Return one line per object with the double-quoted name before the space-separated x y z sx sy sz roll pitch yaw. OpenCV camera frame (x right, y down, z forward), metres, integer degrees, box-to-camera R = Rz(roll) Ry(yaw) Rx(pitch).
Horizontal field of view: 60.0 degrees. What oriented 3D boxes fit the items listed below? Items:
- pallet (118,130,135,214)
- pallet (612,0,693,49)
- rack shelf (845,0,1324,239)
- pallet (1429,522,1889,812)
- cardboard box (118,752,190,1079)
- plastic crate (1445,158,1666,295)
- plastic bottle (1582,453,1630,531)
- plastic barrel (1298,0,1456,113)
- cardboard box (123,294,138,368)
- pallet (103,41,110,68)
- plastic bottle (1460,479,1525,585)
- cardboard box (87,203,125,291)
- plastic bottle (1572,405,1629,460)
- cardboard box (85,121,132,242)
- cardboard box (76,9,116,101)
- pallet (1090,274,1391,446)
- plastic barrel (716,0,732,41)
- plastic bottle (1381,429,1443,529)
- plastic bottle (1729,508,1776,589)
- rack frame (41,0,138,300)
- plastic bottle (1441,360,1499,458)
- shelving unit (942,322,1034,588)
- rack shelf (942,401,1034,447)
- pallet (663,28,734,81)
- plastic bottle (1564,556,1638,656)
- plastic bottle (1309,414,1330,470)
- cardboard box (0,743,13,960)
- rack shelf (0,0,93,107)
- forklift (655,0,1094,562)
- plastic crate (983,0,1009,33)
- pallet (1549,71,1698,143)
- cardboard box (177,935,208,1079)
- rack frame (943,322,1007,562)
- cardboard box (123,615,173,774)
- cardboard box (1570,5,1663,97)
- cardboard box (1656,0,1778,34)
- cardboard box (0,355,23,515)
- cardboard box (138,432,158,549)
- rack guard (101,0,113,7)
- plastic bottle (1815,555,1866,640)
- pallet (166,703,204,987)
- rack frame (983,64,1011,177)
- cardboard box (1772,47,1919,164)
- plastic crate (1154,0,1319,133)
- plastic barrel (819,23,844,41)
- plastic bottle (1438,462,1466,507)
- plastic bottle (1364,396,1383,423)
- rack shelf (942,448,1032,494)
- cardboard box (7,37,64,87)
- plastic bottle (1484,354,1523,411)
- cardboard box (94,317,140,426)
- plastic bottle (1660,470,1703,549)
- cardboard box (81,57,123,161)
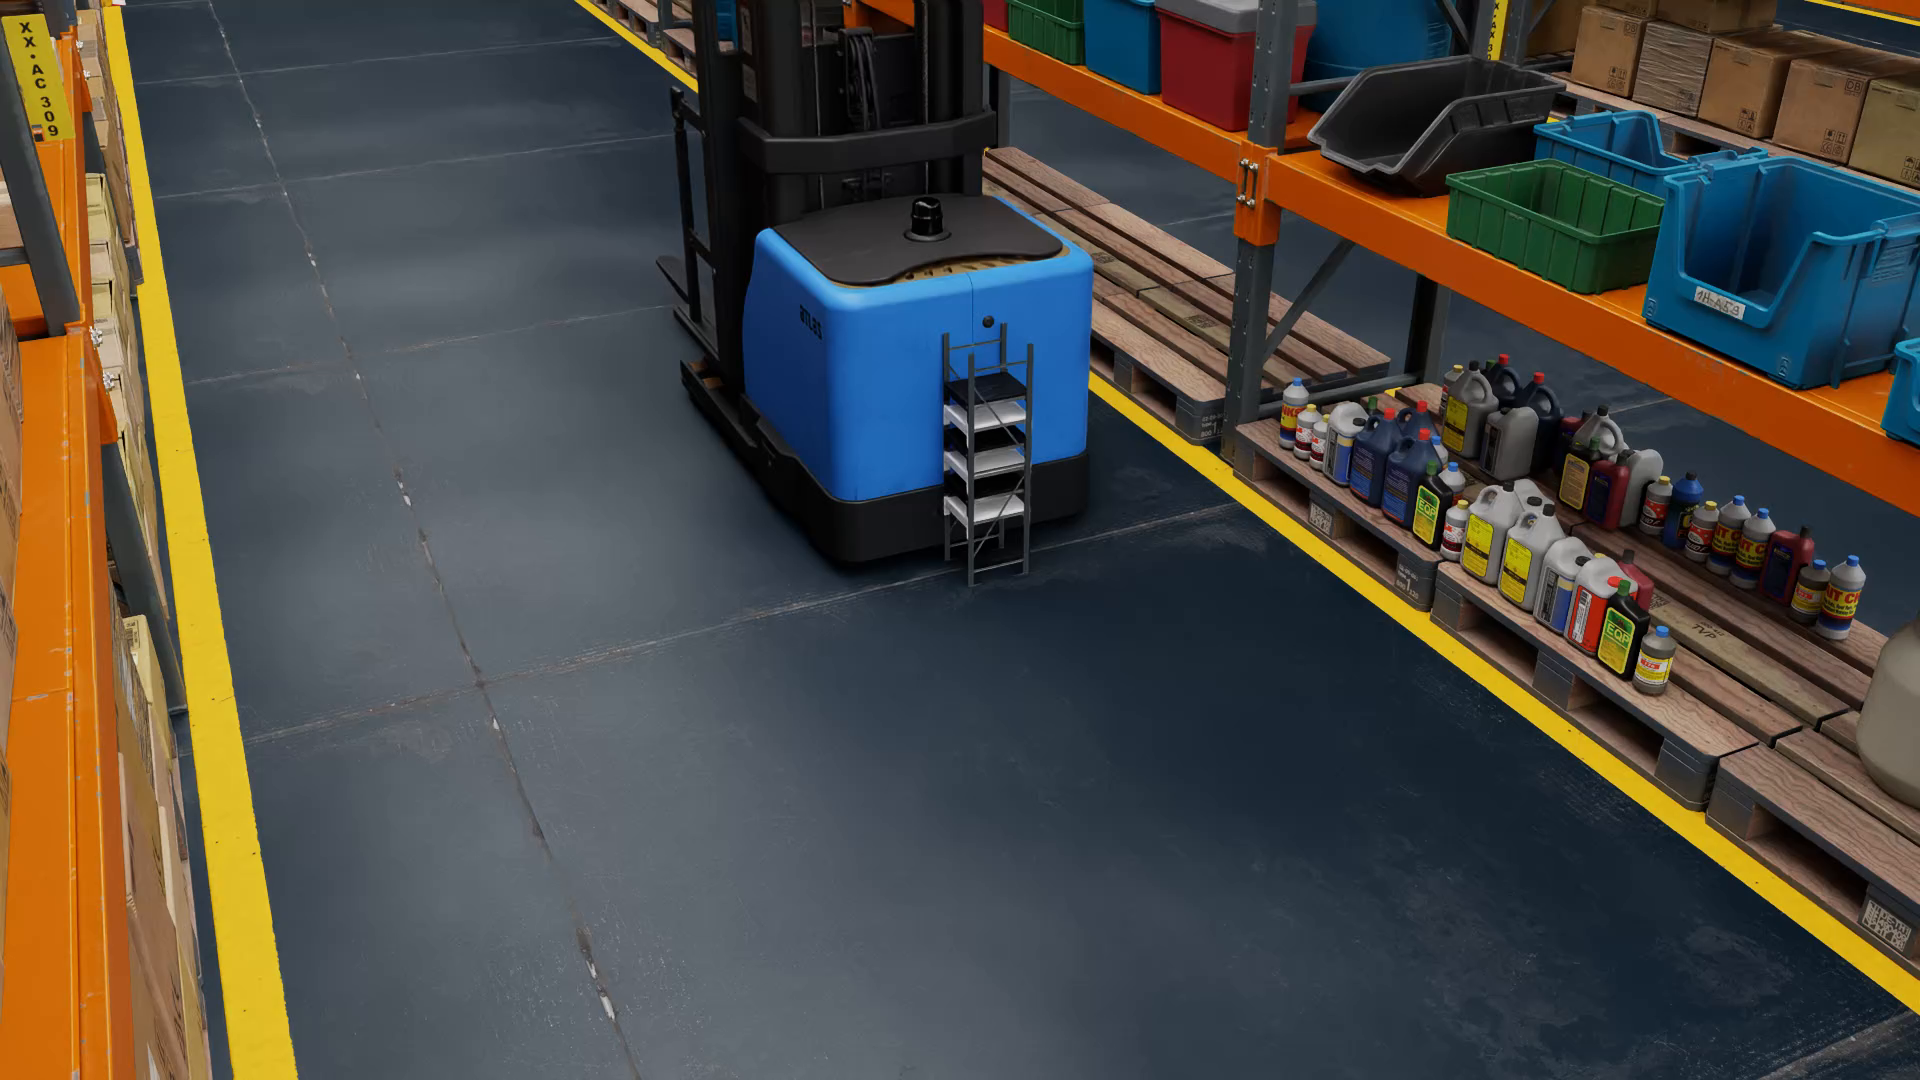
"pallet" -5.453 -2.114 9.804 1.003 0.211 1.213 -13 32 -22
"pallet" -2.239 -4.360 13.809 1.003 0.211 1.213 -13 32 -22
"rack shelf" 0.688 -2.295 8.012 1.077 0.370 4.000 -13 32 -22
"pallet" 2.324 0.336 5.435 1.003 0.211 1.213 -13 32 -22
"cardboard box" -1.883 0.822 3.332 0.500 0.500 0.500 -13 32 -22
"plastic crate" 1.874 -0.974 5.137 0.450 0.188 0.662 -13 32 -22
"plastic bottle" 2.274 -0.186 5.842 0.061 0.283 0.133 -13 32 -22
"plastic barrel" 1.654 -2.178 6.556 0.600 0.901 0.708 -13 32 -22
"cardboard box" -3.763 -0.807 7.004 0.500 0.250 0.500 -12 32 -21
"pallet" -6.658 -3.308 11.934 1.003 0.211 1.213 -13 32 -22
"plastic bottle" 1.781 -0.047 5.526 0.144 0.351 0.185 -13 32 -22
"cardboard box" -3.970 -1.275 7.265 0.500 0.311 0.500 -14 32 -23
"plastic bottle" 2.304 -0.311 5.996 0.144 0.351 0.185 -13 32 -22
"cardboard box" -4.584 -1.817 8.529 0.500 0.500 0.500 -12 31 -20
"cardboard box" -5.893 -3.165 10.933 0.500 0.500 0.500 -13 32 -22
"pallet" 1.174 -0.848 7.547 1.003 0.211 1.213 -13 32 -22
"plastic barrel" -1.670 -4.283 12.538 0.600 0.901 0.708 -13 32 -22
"plastic bottle" 1.599 -0.235 5.861 0.144 0.351 0.185 -15 32 -24
"plastic bottle" 2.619 0.022 5.484 0.097 0.271 0.097 0 29 0
"rack frame" -4.646 -2.454 7.560 1.000 3.000 0.127 -13 32 -22
"plastic bottle" 1.953 -0.508 6.347 0.144 0.351 0.185 -13 32 -22
"shelving unit" 0.095 -0.291 5.849 0.258 0.900 0.210 -13 32 -21
"rack shelf" 0.095 -0.419 5.777 0.258 0.077 0.200 -13 32 -21
"pallet" -1.595 -3.694 12.621 1.003 0.211 1.213 -13 32 -22
"plastic bottle" 1.996 0.201 5.159 0.152 0.276 0.135 -13 32 -22
"plastic bottle" 1.374 -0.374 6.262 0.097 0.201 0.097 0 29 0
"cardboard box" -1.839 0.376 2.411 0.700 0.500 0.500 -13 32 -22
"rack shelf" -5.505 -3.024 9.311 1.077 0.370 4.000 -13 32 -22
"forklift" -0.584 -1.899 6.640 1.130 2.935 3.031 -13 32 -21
"plastic crate" 0.246 -2.742 8.008 0.402 0.464 0.583 -13 32 -22
"pallet" 4.636 -2.971 11.332 1.003 0.211 1.213 -13 32 -22
"cardboard box" -1.884 1.149 3.515 0.500 0.250 0.500 -13 32 -22
"rack frame" 0.053 -0.336 5.929 0.240 0.900 0.006 -13 32 -21
"cardboard box" -2.533 0.488 4.695 0.500 0.250 0.500 -13 32 -22
"cardboard box" 4.608 -3.342 11.250 0.700 0.500 0.500 -15 33 -25
"cardboard box" 4.854 -3.439 10.656 0.500 0.250 0.500 -9 31 -16
"cardboard box" -2.501 -0.304 3.624 0.700 0.500 0.500 -13 32 -22
"cardboard box" -3.097 -0.127 5.792 0.500 0.250 0.500 -12 32 -21
"rack guard" -8.048 -4.864 14.413 1.175 0.500 0.348 -13 32 -22
"plastic bottle" 2.766 0.173 5.214 0.097 0.271 0.097 0 29 0
"pallet" -2.626 0.889 4.448 1.003 0.211 1.213 -13 32 -22
"rack frame" -0.171 -3.493 9.411 1.000 3.000 0.127 -13 32 -22
"cardboard box" 5.347 -2.605 9.934 0.700 0.500 0.500 -16 33 -26
"plastic crate" 1.062 -1.903 6.512 0.402 0.464 0.583 -13 32 -22
"plastic barrel" -0.720 -3.034 10.708 0.421 0.512 0.421 0 29 0
"plastic bottle" 1.696 -0.143 5.778 0.097 0.271 0.097 0 29 0
"plastic bottle" 1.546 -0.385 6.198 0.061 0.283 0.133 -13 32 -22
"rack shelf" 0.095 -0.262 5.865 0.258 0.077 0.200 -13 32 -21
"cardboard box" -4.011 -2.005 7.016 0.380 0.149 0.250 -13 32 -22
"plastic bottle" 2.083 -0.538 6.401 0.144 0.351 0.185 -14 32 -23
"cardboard box" -3.315 -0.601 6.064 0.500 0.311 0.500 -14 32 -24
"plastic bottle" 2.489 -0.112 5.722 0.097 0.271 0.097 0 29 0
"cardboard box" -5.253 -2.499 9.746 0.500 0.500 0.500 -14 32 -24
